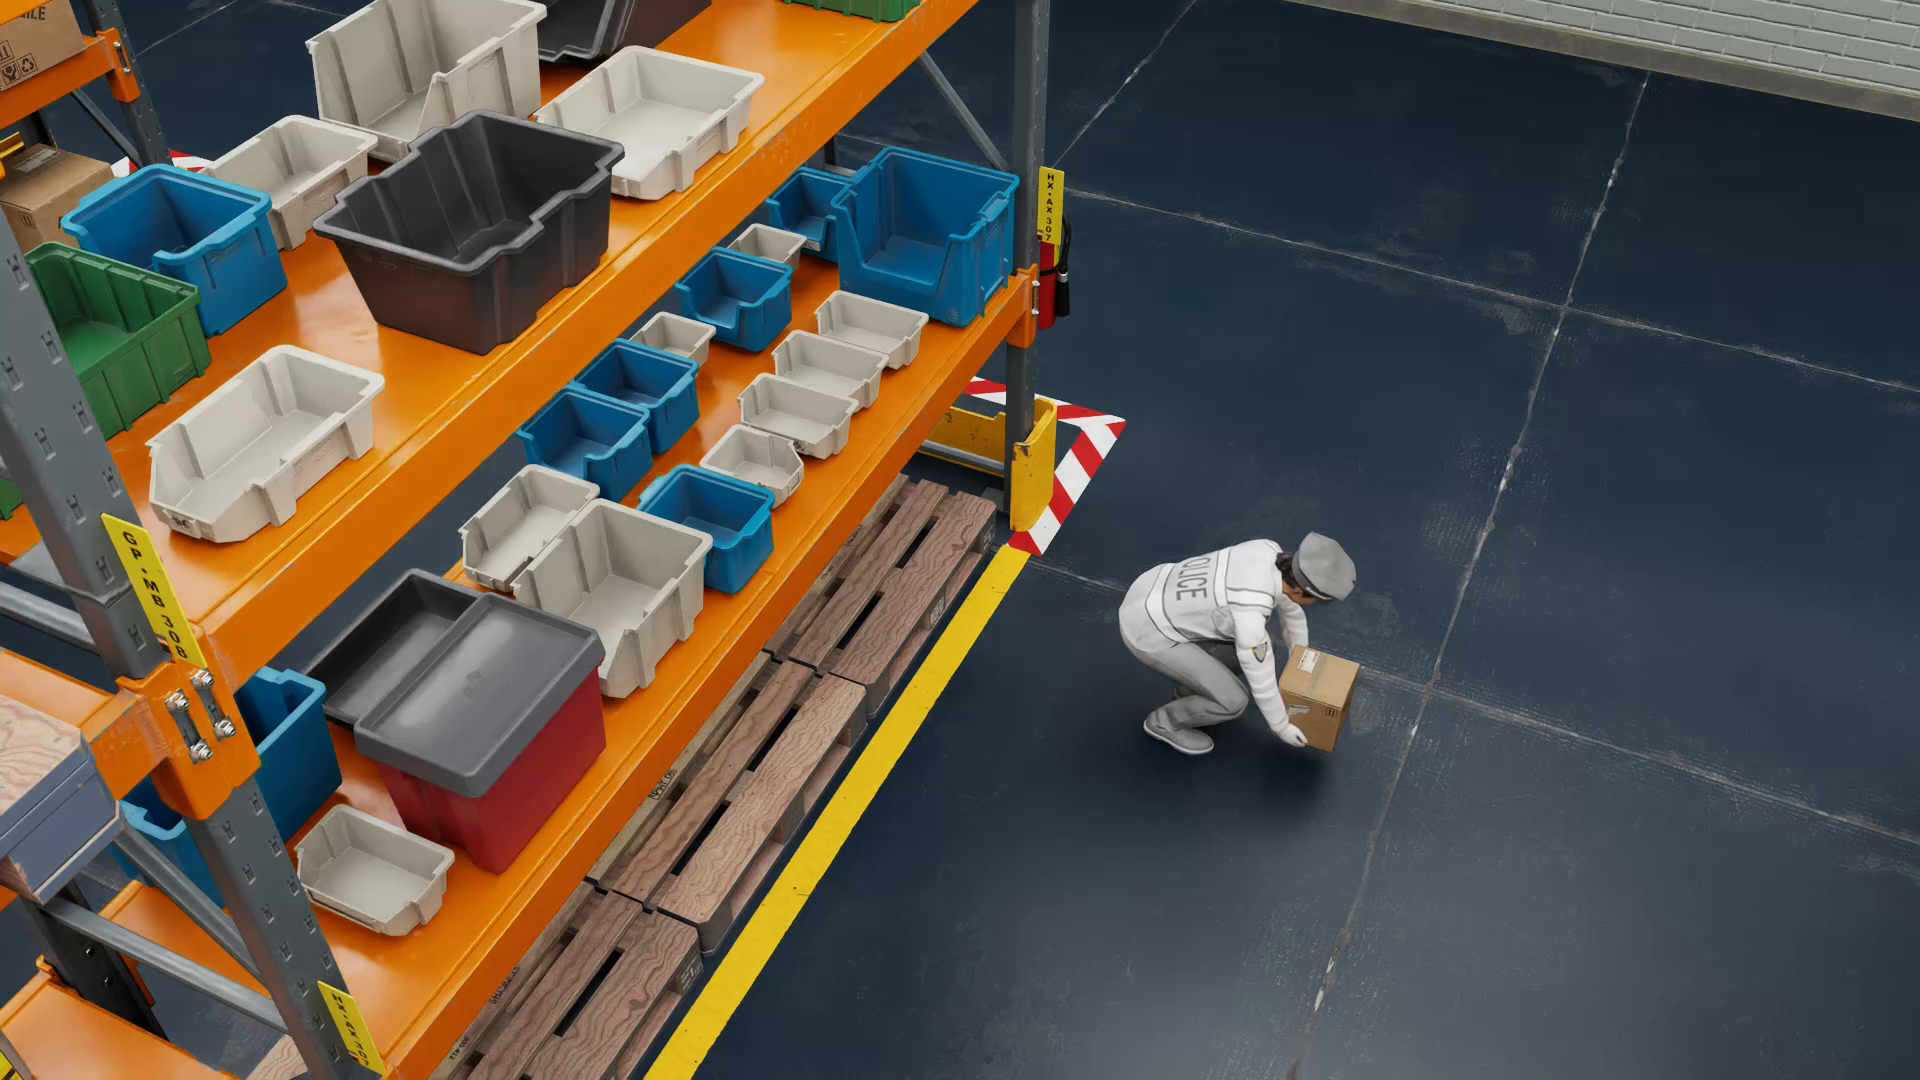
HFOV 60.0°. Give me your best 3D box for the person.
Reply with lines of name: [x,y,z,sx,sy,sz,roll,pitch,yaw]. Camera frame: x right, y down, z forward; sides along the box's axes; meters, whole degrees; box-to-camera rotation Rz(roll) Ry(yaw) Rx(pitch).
person: [1.019,0.347,6.262,0.819,1.020,0.498,17,45,18]
